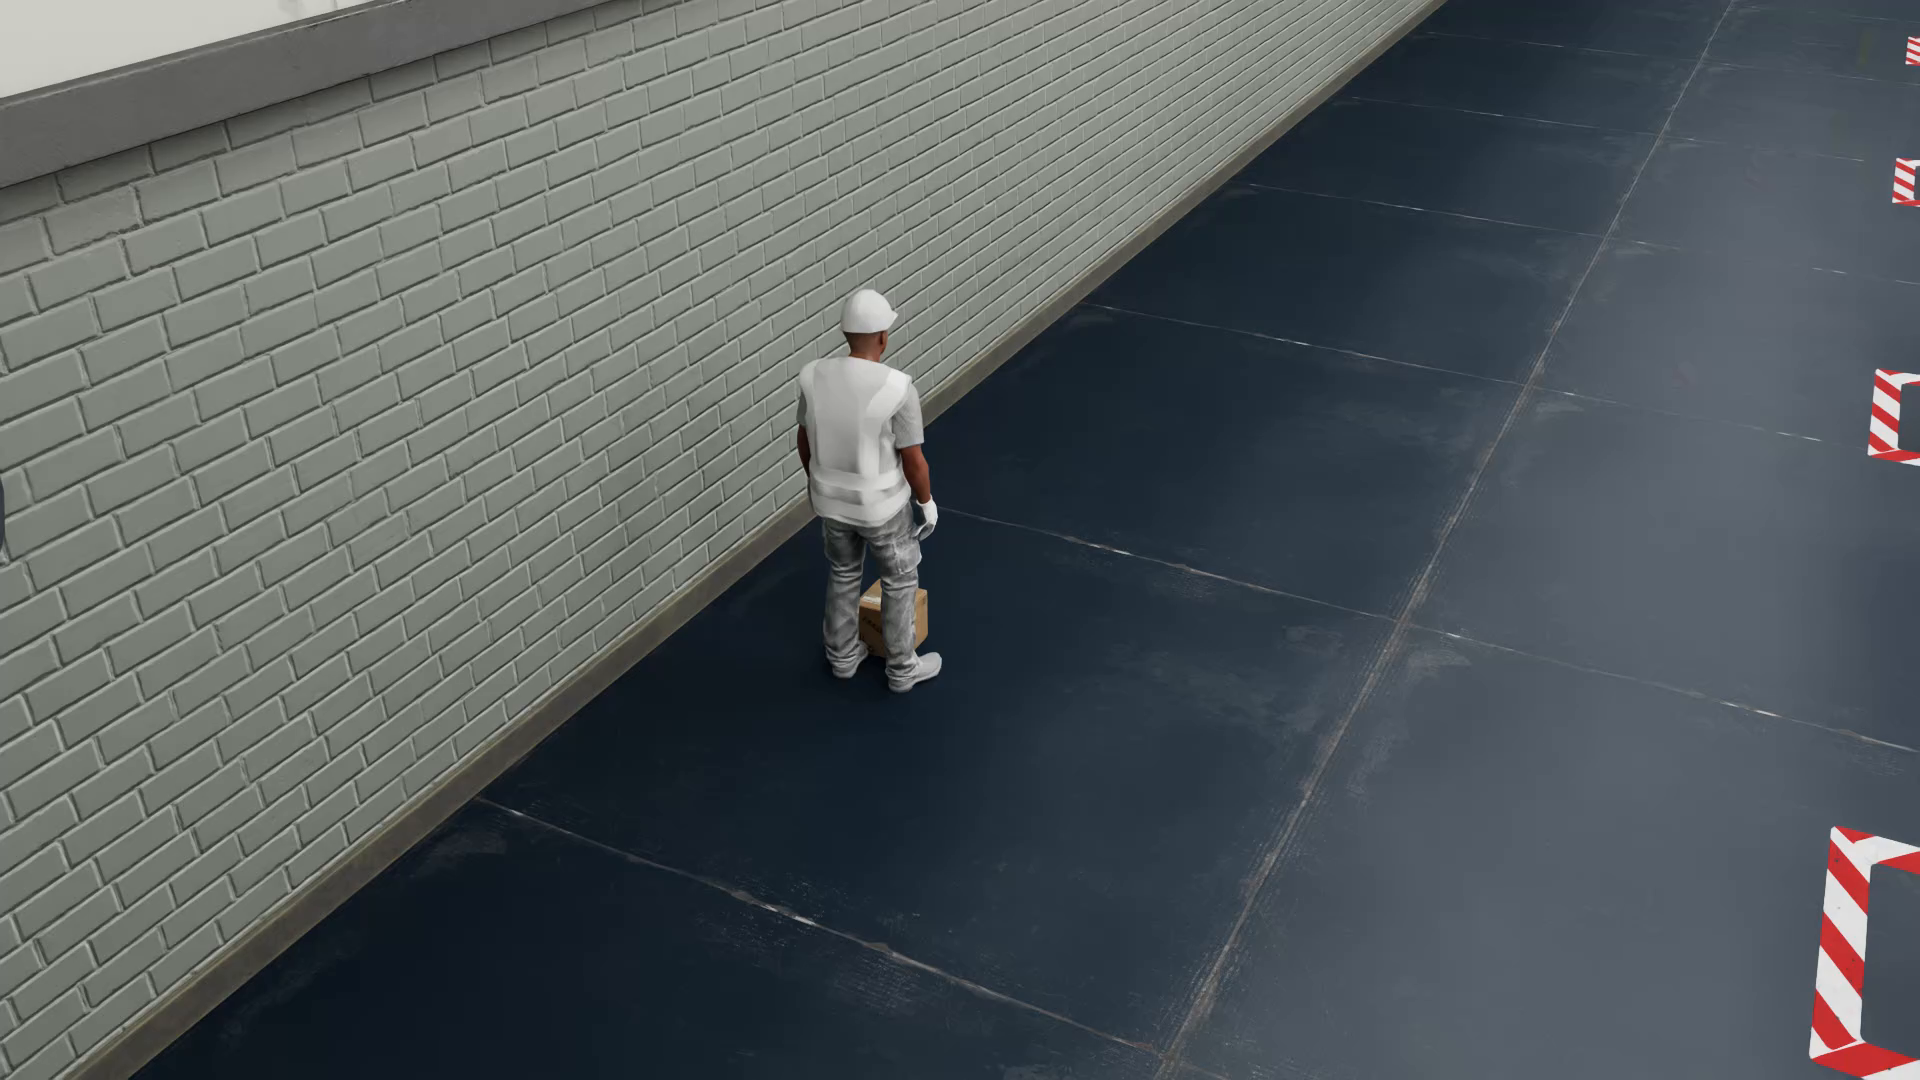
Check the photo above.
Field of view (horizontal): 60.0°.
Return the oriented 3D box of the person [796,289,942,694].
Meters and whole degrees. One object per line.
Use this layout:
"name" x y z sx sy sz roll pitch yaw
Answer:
"person" -0.387 -0.186 7.013 0.616 1.774 0.449 14 33 23
